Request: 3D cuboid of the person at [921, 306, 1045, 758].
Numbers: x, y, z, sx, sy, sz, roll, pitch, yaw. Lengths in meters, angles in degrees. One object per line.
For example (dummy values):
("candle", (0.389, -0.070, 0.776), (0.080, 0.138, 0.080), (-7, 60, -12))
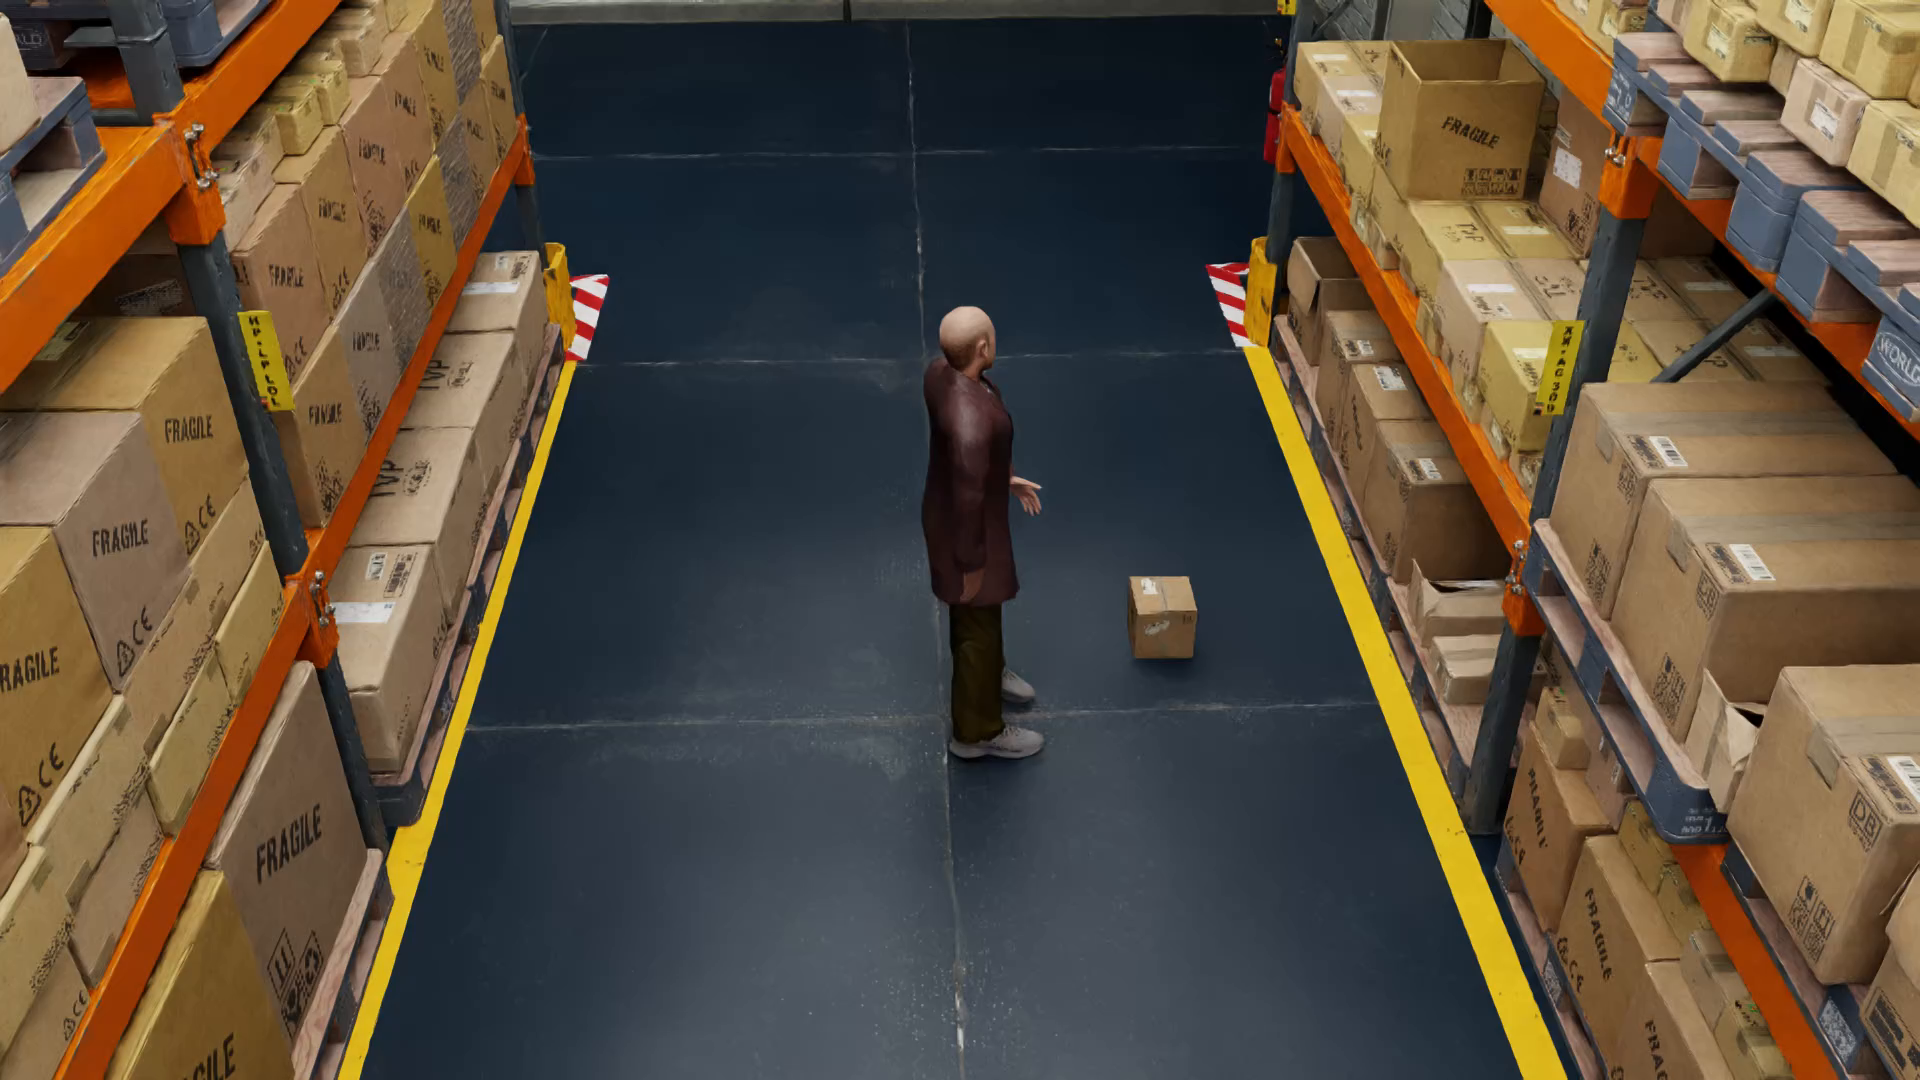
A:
("person", (0.104, -0.049, 6.220), (0.466, 1.781, 0.650), (-7, 35, -10))
